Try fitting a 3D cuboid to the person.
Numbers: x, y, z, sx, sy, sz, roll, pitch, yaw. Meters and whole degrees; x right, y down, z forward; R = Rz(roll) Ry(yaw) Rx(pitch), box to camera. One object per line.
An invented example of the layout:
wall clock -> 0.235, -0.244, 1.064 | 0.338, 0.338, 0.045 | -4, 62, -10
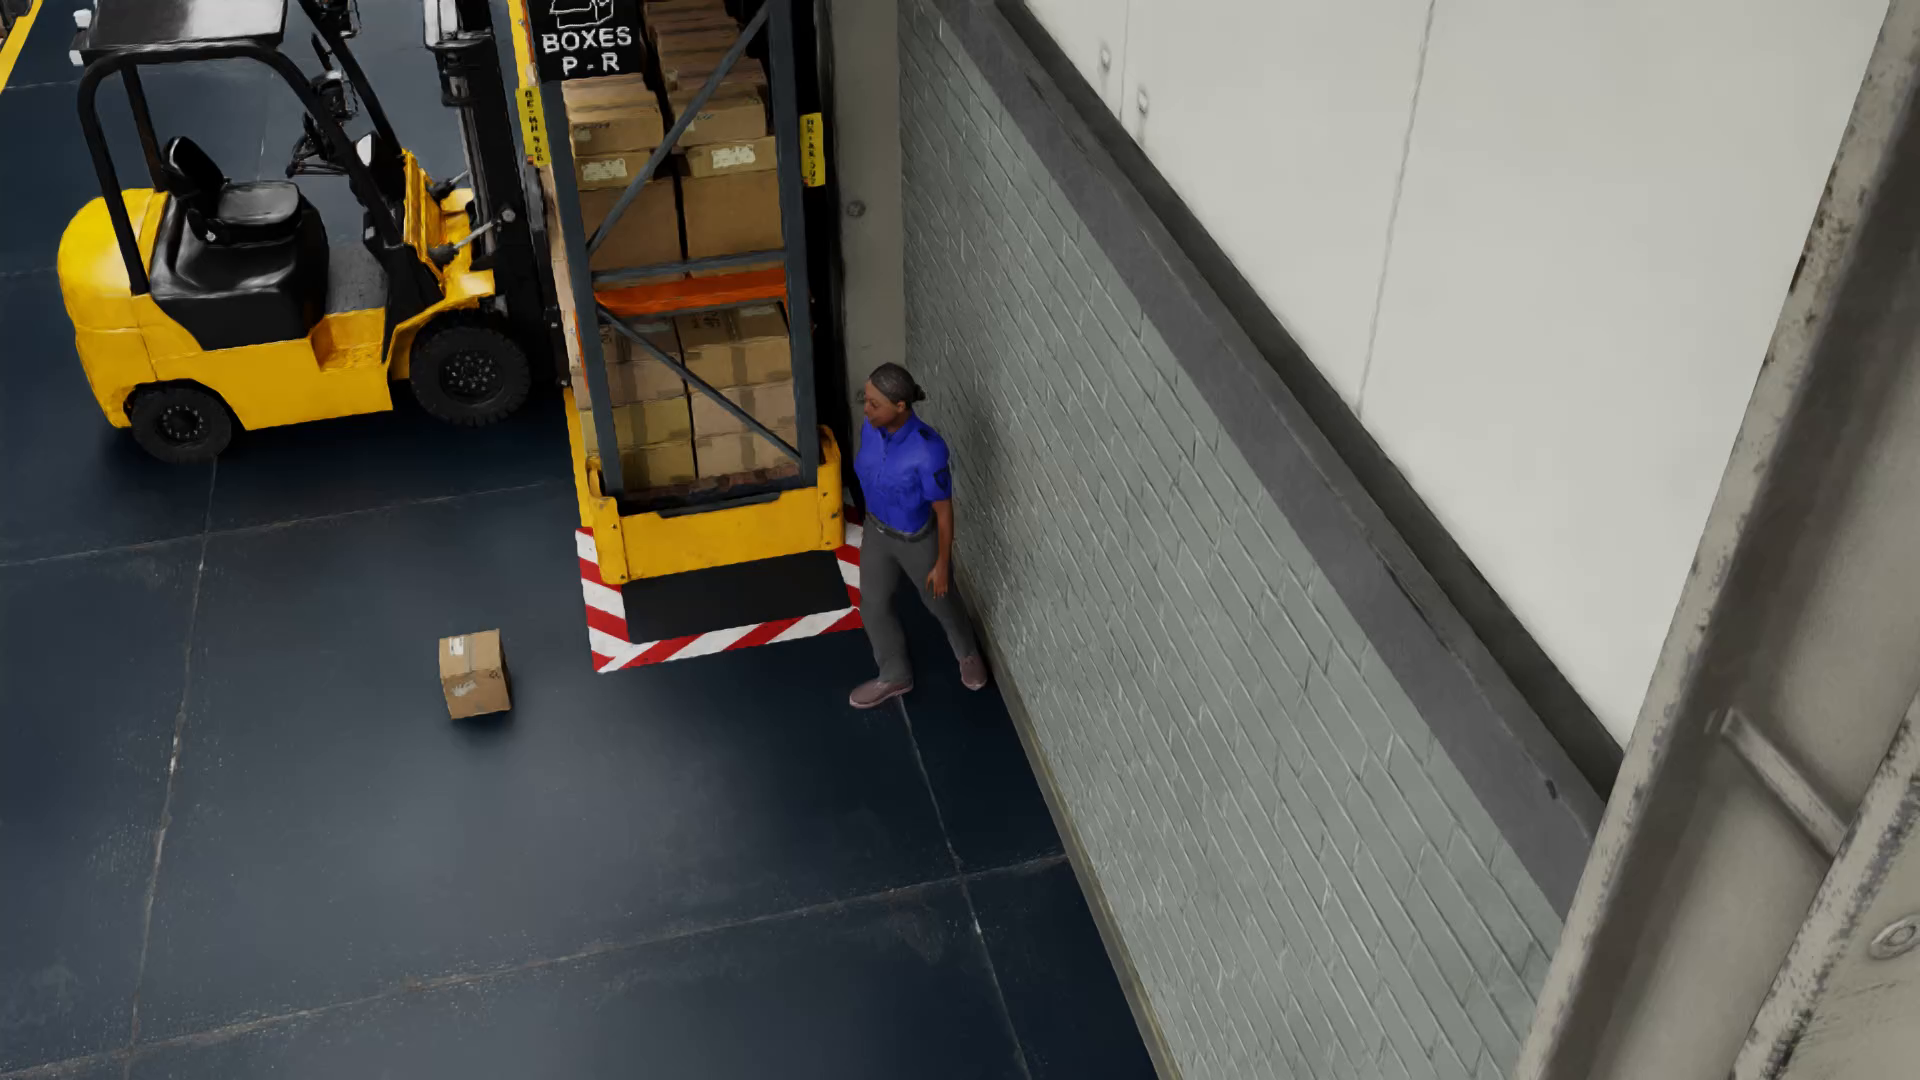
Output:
person -> -0.191, -0.027, 6.758 | 0.544, 1.647, 0.597 | 27, 46, 30
